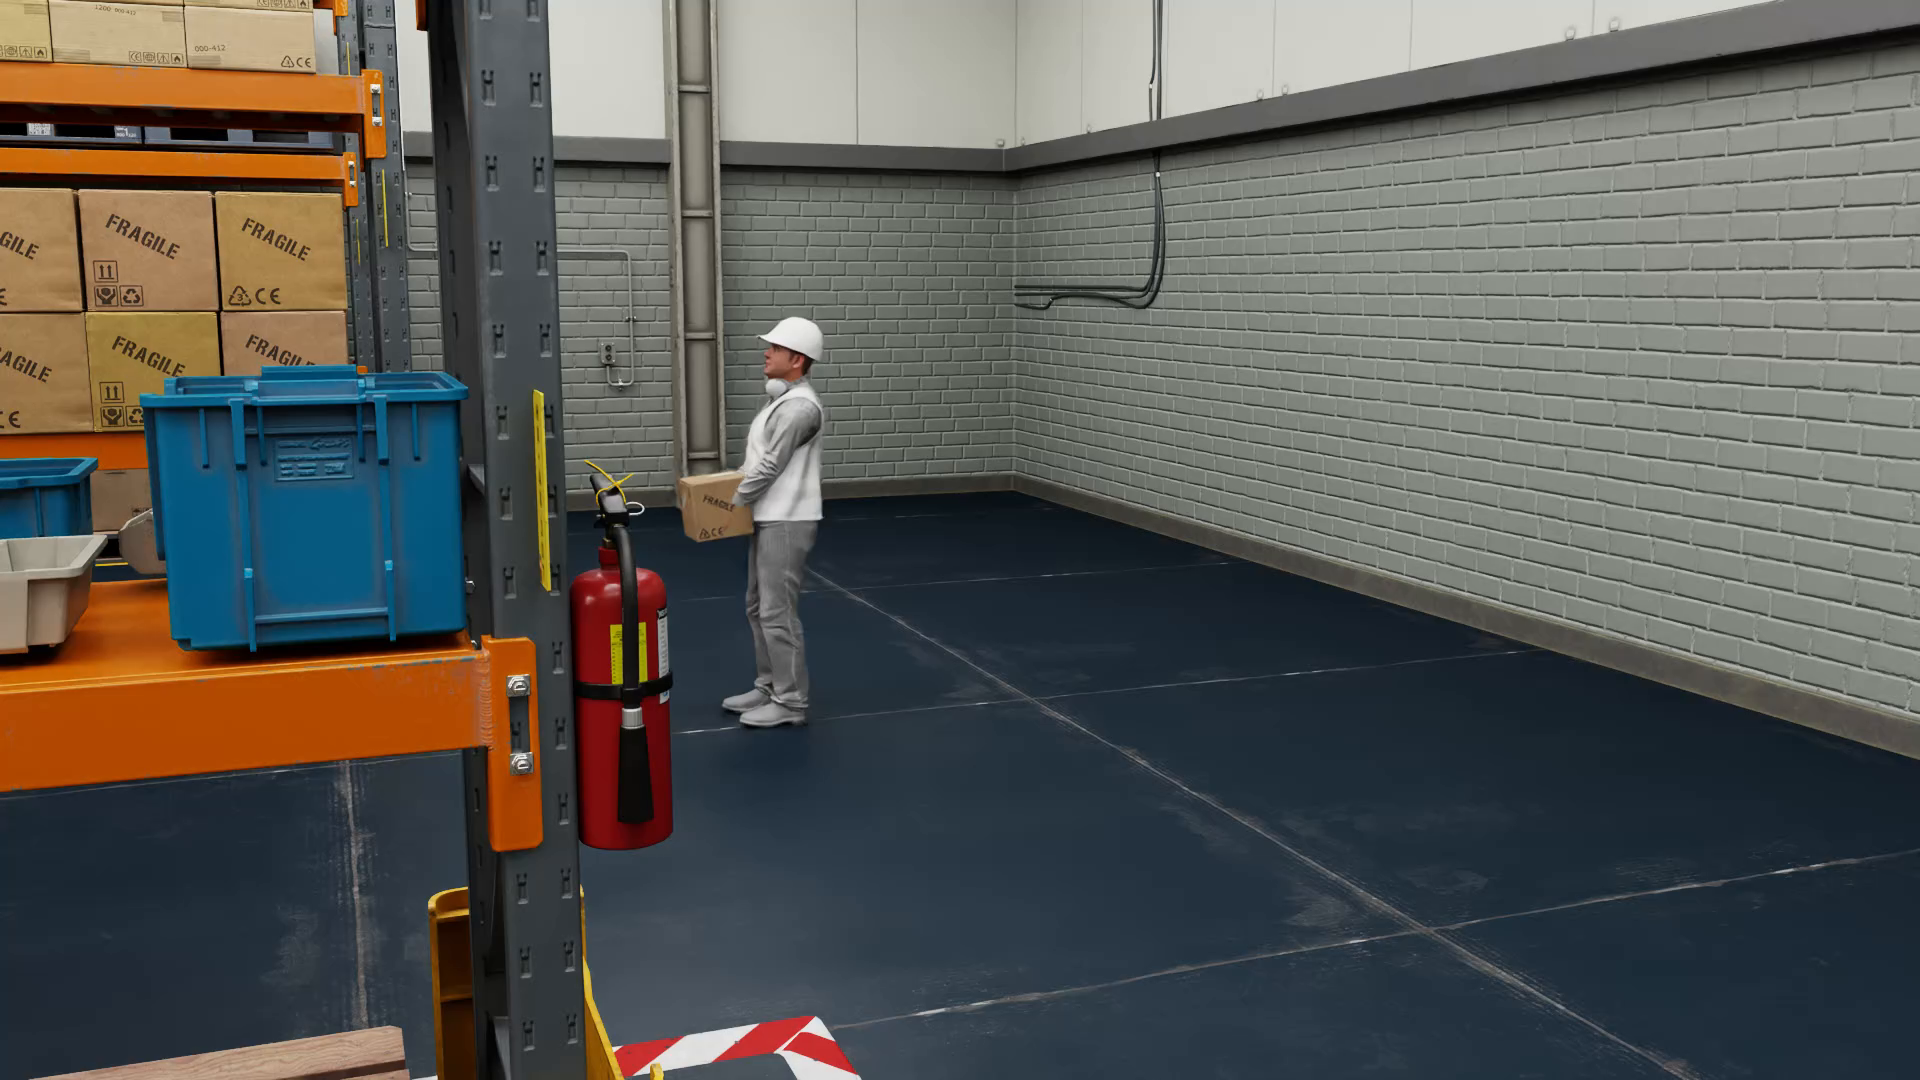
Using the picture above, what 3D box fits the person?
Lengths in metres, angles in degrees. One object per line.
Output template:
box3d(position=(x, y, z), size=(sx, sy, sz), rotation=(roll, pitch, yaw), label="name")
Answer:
box3d(position=(-0.860, -0.082, 7.293), size=(0.545, 1.775, 0.501), rotation=(-1, 9, -9), label="person")
